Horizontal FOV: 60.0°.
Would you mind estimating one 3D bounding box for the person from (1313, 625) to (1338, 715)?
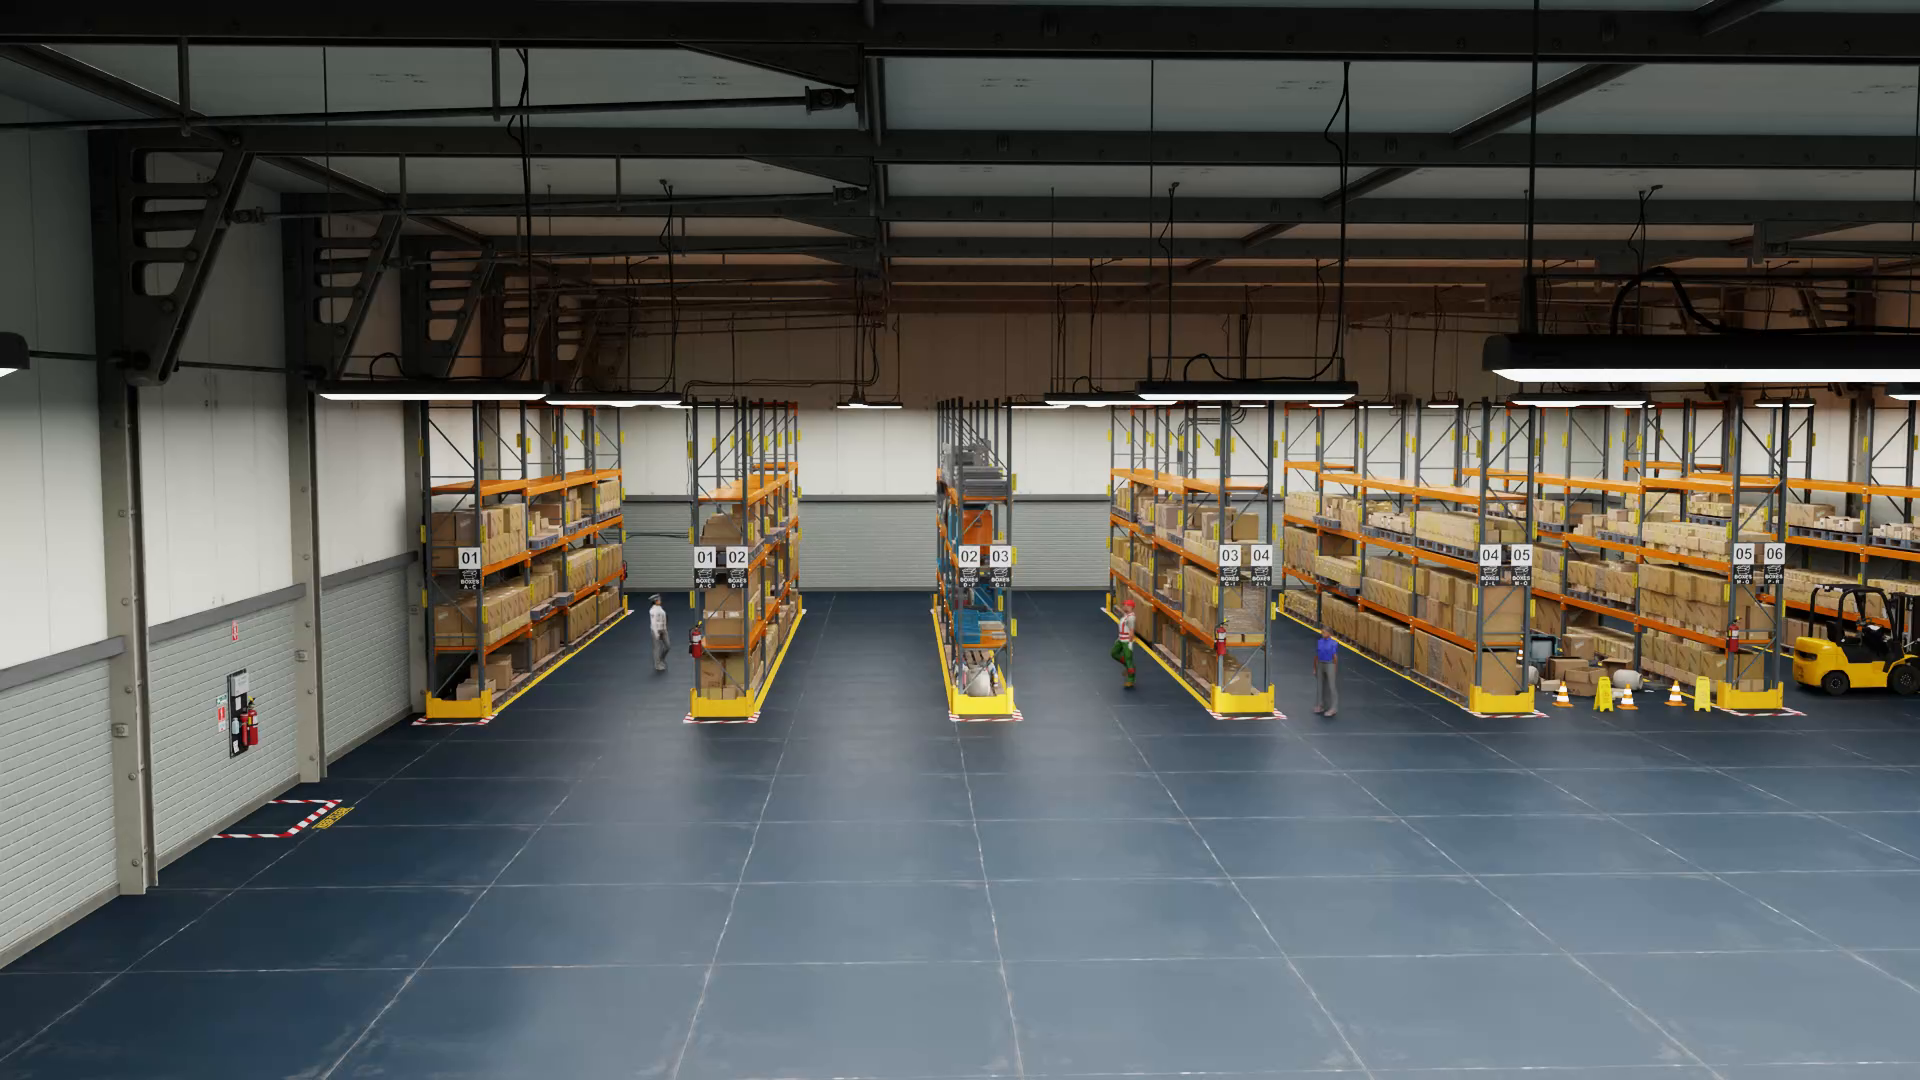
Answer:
[{"bbox_3d":[6.942,2.463,31.601,0.509,1.674,0.378,4,6,40],"label":"person"}]

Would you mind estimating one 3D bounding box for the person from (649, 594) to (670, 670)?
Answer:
[{"bbox_3d":[-6.694,2.034,37.025,0.420,1.696,0.532,3,5,30],"label":"person"}]

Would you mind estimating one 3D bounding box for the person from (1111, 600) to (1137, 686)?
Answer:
[{"bbox_3d":[3.456,2.130,34.735,0.497,1.786,0.622,-1,4,-9],"label":"person"}]
